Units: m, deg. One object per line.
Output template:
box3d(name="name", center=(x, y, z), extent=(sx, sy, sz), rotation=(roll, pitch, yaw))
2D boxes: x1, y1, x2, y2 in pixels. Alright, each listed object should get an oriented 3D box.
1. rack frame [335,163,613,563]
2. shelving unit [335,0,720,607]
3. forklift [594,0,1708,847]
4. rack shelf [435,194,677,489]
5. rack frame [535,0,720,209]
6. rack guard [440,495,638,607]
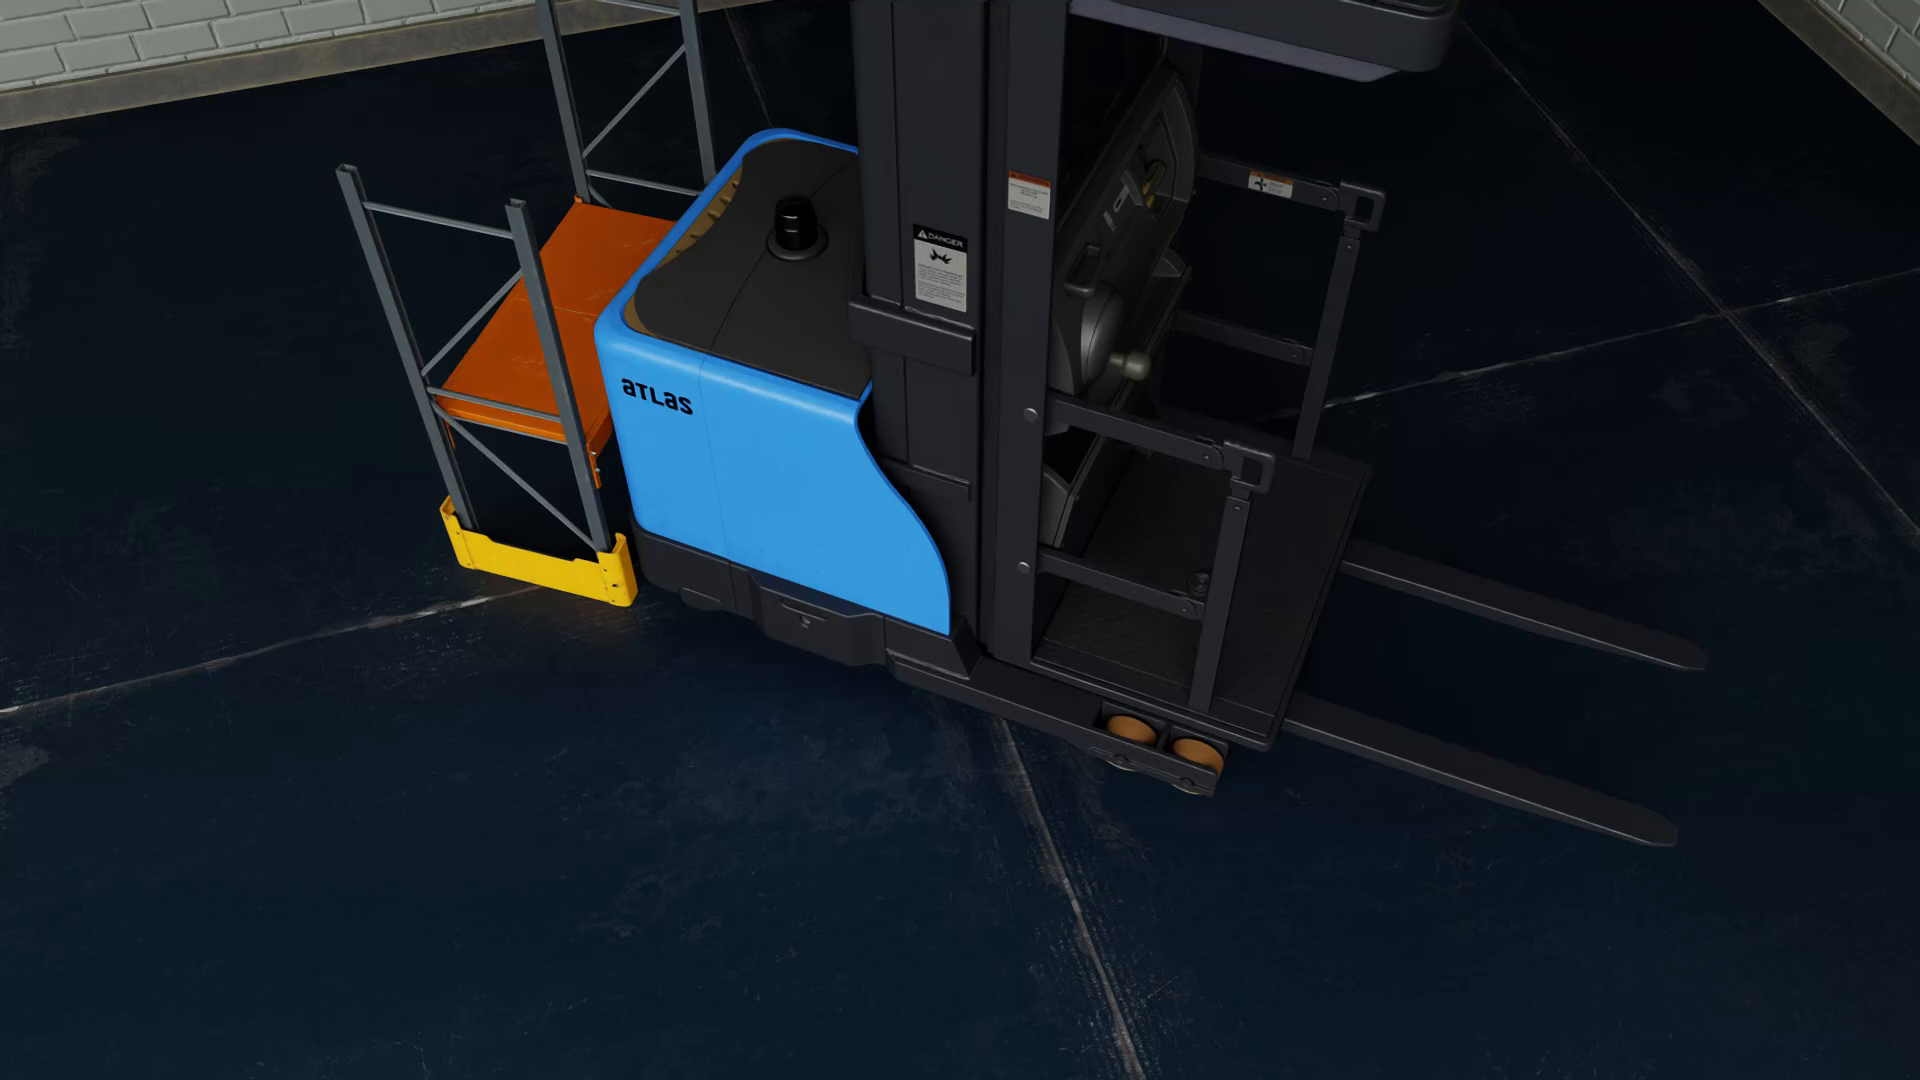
box3d(name="rack frame", center=(-1.278, -0.371, 4.582), extent=(0.500, 1.500, 0.032), rotation=(13, 51, 11))
box3d(name="shelving unit", center=(-1.131, -0.736, 4.889), extent=(0.587, 1.500, 1.083), rotation=(13, 51, 11))
box3d(name="forklift", center=(0.587, -0.701, 3.924), extent=(3.031, 2.935, 1.130), rotation=(18, 52, 15))
box3d(name="rack shelf", center=(-1.129, -0.626, 5.032), extent=(0.538, 0.185, 1.000), rotation=(13, 51, 11))
box3d(name="rack frame", center=(-0.979, -1.114, 5.208), extent=(0.500, 1.500, 0.032), rotation=(13, 51, 11))
box3d(name="rack guard", center=(-1.278, 0.031, 5.060), extent=(0.587, 0.250, 0.087), rotation=(13, 51, 11))
